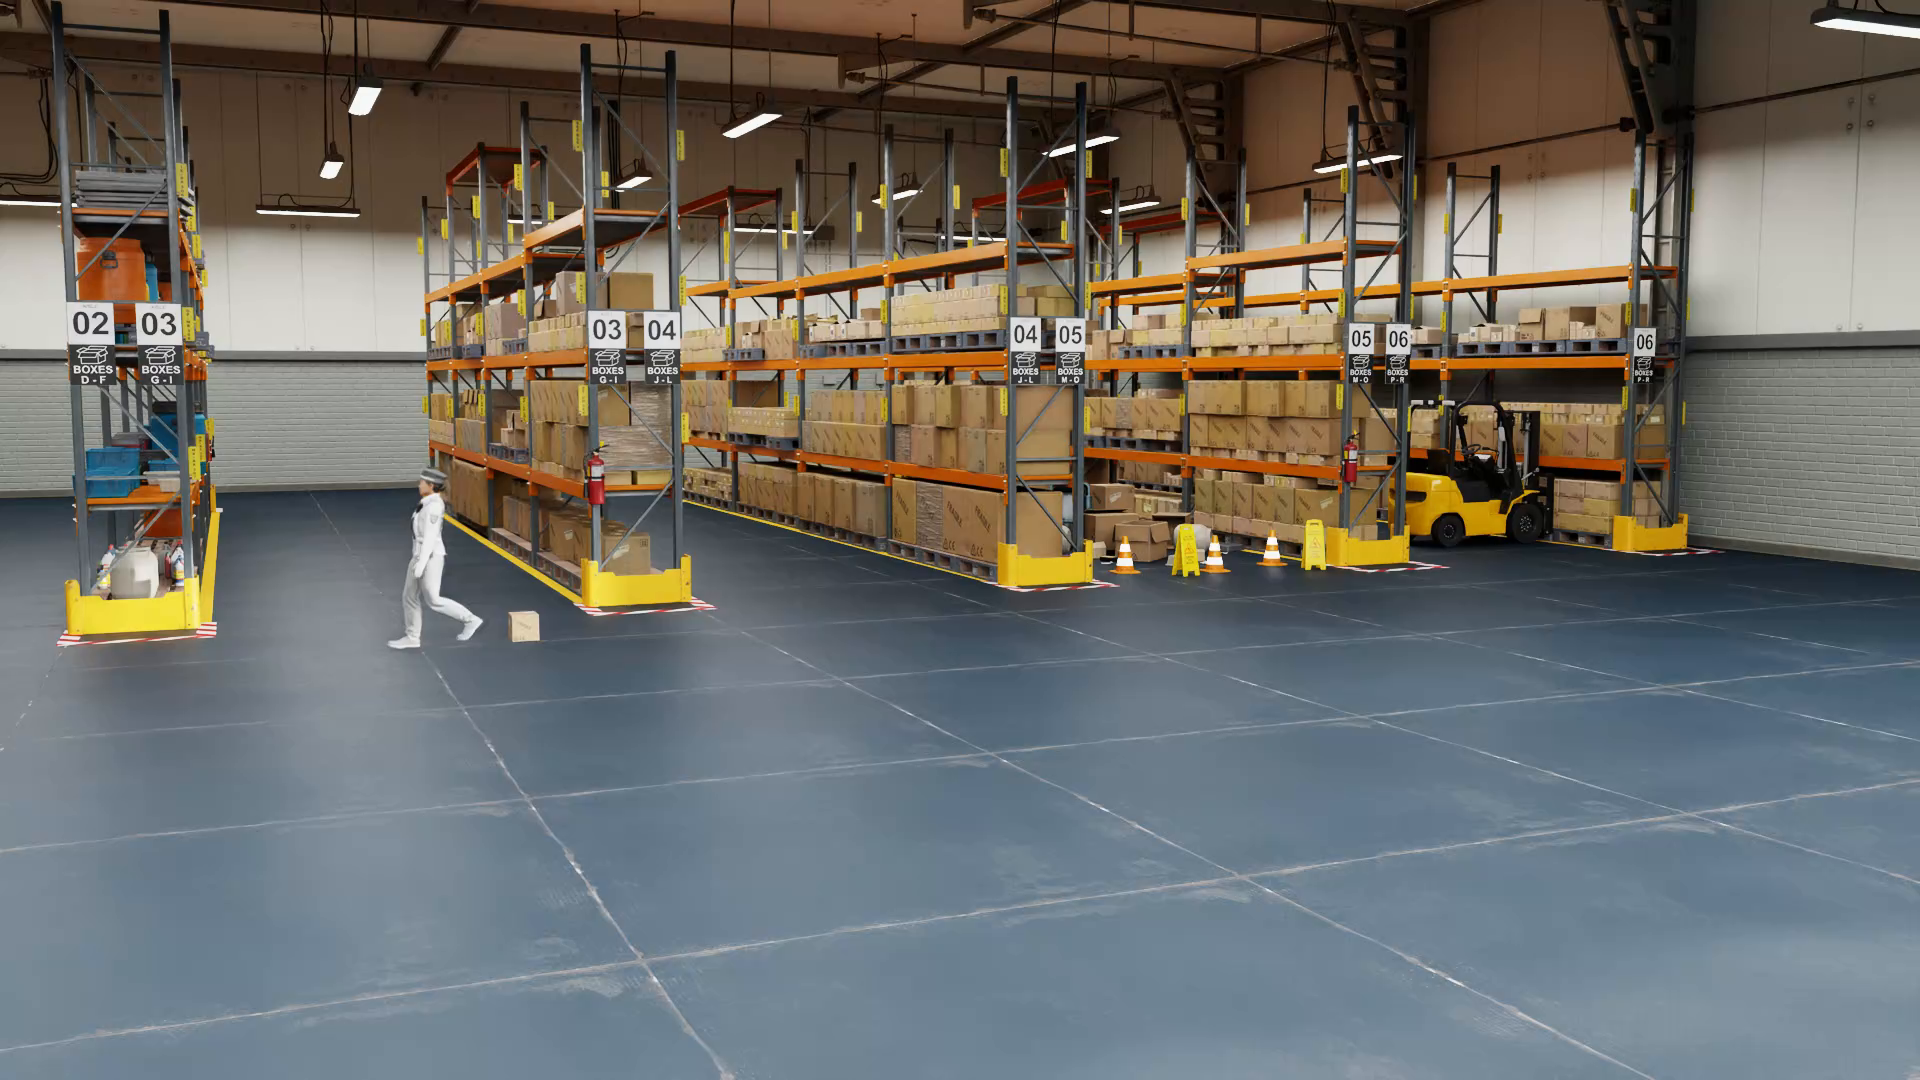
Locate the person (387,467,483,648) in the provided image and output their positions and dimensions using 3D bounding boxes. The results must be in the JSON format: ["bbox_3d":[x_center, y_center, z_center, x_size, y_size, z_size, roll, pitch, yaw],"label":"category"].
[{"bbox_3d":[-4.808,0.157,15.128,0.808,1.652,0.494,-2,6,-23],"label":"person"}]
